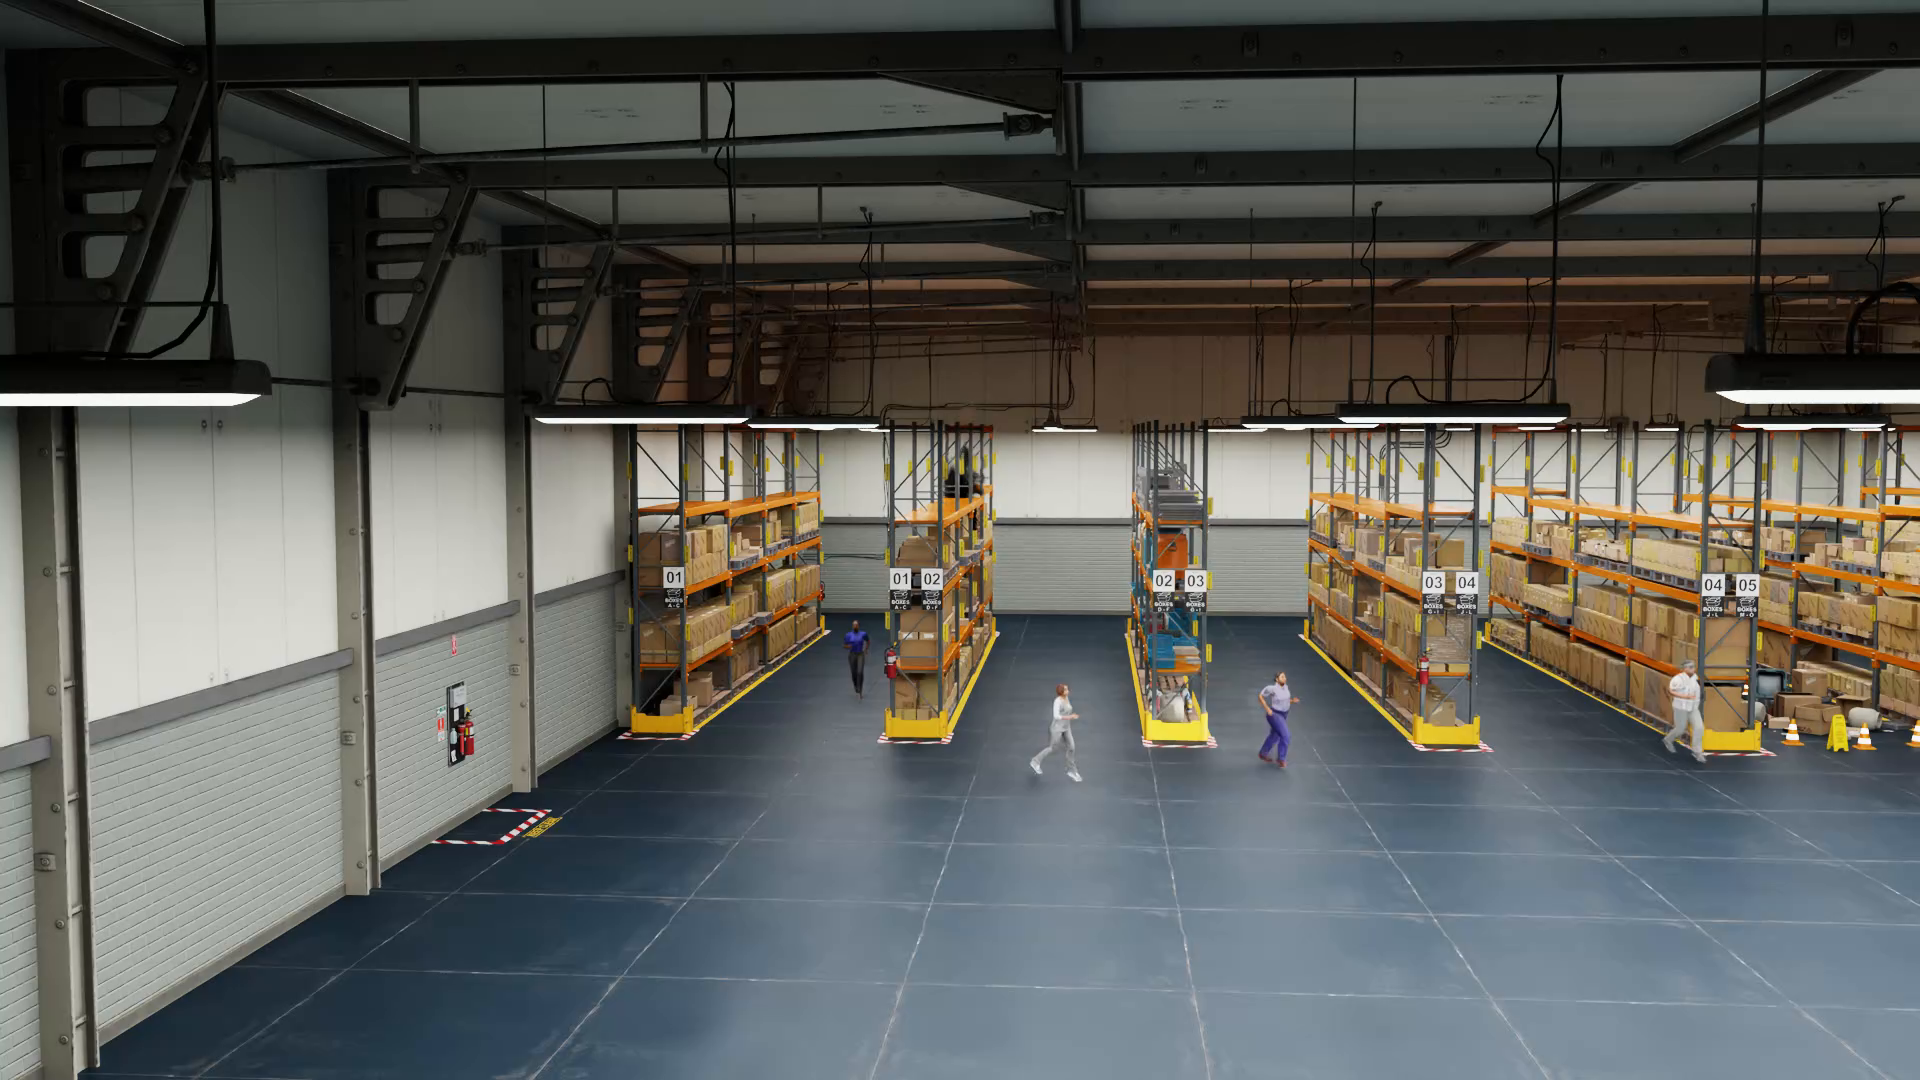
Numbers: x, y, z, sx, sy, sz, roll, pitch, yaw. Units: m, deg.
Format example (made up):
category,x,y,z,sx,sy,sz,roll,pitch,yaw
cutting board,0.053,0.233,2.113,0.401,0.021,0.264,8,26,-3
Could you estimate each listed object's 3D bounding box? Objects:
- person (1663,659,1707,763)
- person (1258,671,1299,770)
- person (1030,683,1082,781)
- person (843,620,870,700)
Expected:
category,x,y,z,sx,sy,sz,roll,pitch,yaw
person,12.836,2.983,29.429,0.695,1.798,0.939,-1,4,-17
person,5.480,3.106,28.701,0.749,1.718,0.558,3,5,38
person,1.633,3.172,27.633,0.856,1.616,0.550,2,4,32
person,-2.275,2.594,36.321,0.545,1.700,0.862,0,4,2
